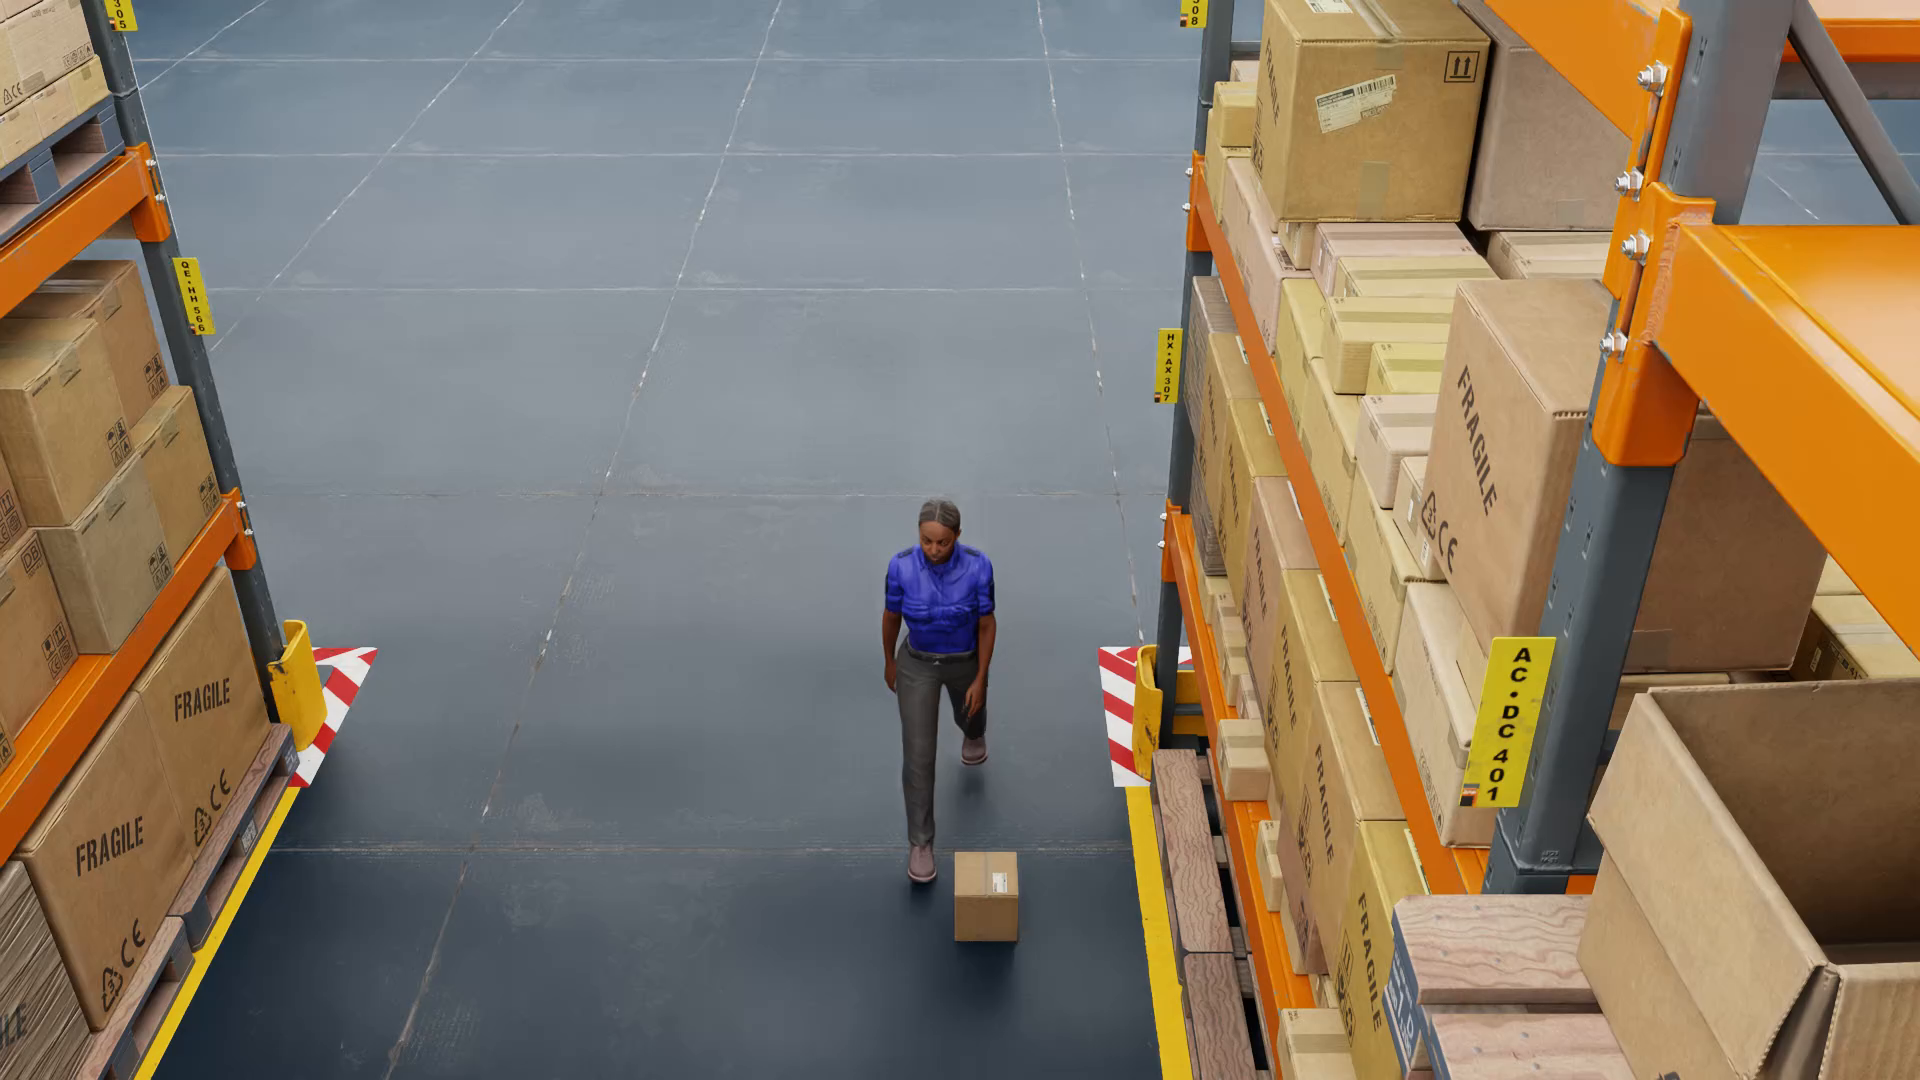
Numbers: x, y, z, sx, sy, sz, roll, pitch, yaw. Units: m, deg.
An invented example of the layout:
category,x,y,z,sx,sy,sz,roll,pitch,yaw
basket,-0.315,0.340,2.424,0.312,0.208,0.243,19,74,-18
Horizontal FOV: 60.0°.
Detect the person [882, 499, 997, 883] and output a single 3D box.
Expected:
category,x,y,z,sx,sy,sz,roll,pitch,yaw
person,-0.087,0.499,6.840,0.460,1.614,0.993,-2,32,-3
